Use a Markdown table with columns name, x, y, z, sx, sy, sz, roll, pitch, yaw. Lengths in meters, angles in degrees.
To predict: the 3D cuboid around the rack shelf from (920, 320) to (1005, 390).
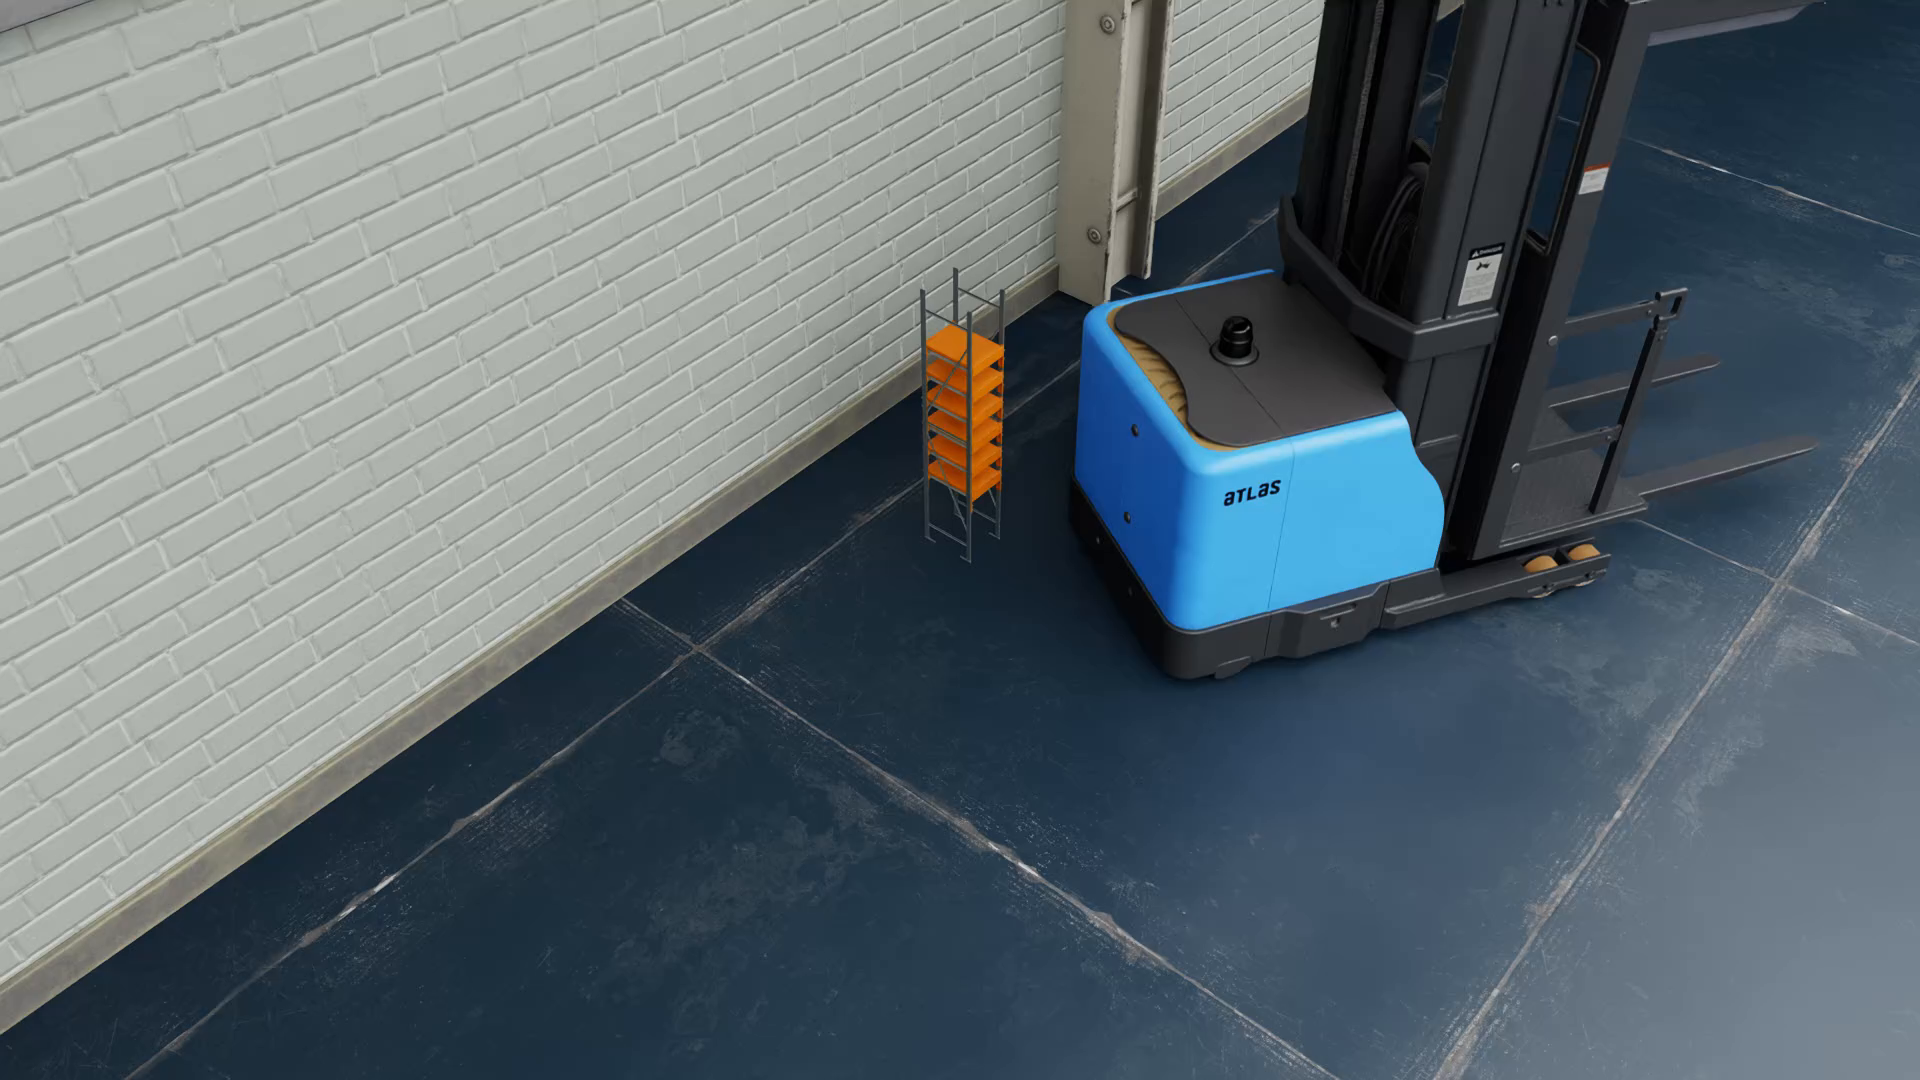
| name | x | y | z | sx | sy | sz | roll | pitch | yaw |
| --- | --- | --- | --- | --- | --- | --- | --- | --- | --- |
| rack shelf | 0.009 | -0.685 | 6.142 | 0.258 | 0.103 | 0.180 | 29 | 50 | 28 |

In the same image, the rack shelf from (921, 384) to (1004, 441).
| name | x | y | z | sx | sy | sz | roll | pitch | yaw |
| --- | --- | --- | --- | --- | --- | --- | --- | --- | --- |
| rack shelf | 0.009 | -0.507 | 6.304 | 0.258 | 0.103 | 0.180 | 29 | 50 | 28 |

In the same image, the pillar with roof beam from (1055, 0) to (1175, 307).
| name | x | y | z | sx | sy | sz | roll | pitch | yaw |
| --- | --- | --- | --- | --- | --- | --- | --- | --- | --- |
| pillar with roof beam | 3.991 | -2.735 | 3.069 | 9.100 | 9.000 | 0.400 | 29 | 50 | 28 |

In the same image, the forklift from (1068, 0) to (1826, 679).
| name | x | y | z | sx | sy | sz | roll | pitch | yaw |
| --- | --- | --- | --- | --- | --- | --- | --- | --- | --- |
| forklift | 2.011 | -1.180 | 5.869 | 3.031 | 2.935 | 1.130 | -14 | 44 | -15 |

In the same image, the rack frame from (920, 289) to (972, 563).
| name | x | y | z | sx | sy | sz | roll | pitch | yaw |
| --- | --- | --- | --- | --- | --- | --- | --- | --- | --- |
| rack frame | -0.050 | -0.404 | 6.303 | 0.240 | 1.200 | 0.006 | 29 | 50 | 28 |

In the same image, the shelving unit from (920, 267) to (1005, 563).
| name | x | y | z | sx | sy | sz | roll | pitch | yaw |
| --- | --- | --- | --- | --- | --- | --- | --- | --- | --- |
| shelving unit | 0.009 | -0.451 | 6.355 | 0.258 | 1.200 | 0.189 | 29 | 50 | 28 |

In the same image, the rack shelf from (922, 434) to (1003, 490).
| name | x | y | z | sx | sy | sz | roll | pitch | yaw |
| --- | --- | --- | --- | --- | --- | --- | --- | --- | --- |
| rack shelf | 0.009 | -0.330 | 6.465 | 0.258 | 0.103 | 0.180 | 29 | 50 | 28 |

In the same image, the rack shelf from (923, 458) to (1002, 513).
| name | x | y | z | sx | sy | sz | roll | pitch | yaw |
| --- | --- | --- | --- | --- | --- | --- | --- | --- | --- |
| rack shelf | 0.009 | -0.241 | 6.546 | 0.258 | 0.103 | 0.180 | 29 | 50 | 28 |

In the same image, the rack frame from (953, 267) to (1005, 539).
| name | x | y | z | sx | sy | sz | roll | pitch | yaw |
| --- | --- | --- | --- | --- | --- | --- | --- | --- | --- |
| rack frame | 0.068 | -0.498 | 6.406 | 0.240 | 1.200 | 0.006 | 29 | 50 | 28 |

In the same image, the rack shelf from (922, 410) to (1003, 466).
| name | x | y | z | sx | sy | sz | roll | pitch | yaw |
| --- | --- | --- | --- | --- | --- | --- | --- | --- | --- |
| rack shelf | 0.009 | -0.419 | 6.384 | 0.258 | 0.103 | 0.180 | 29 | 50 | 28 |

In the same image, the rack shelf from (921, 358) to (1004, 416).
| name | x | y | z | sx | sy | sz | roll | pitch | yaw |
| --- | --- | --- | --- | --- | --- | --- | --- | --- | --- |
| rack shelf | 0.009 | -0.596 | 6.223 | 0.258 | 0.103 | 0.180 | 29 | 50 | 28 |
